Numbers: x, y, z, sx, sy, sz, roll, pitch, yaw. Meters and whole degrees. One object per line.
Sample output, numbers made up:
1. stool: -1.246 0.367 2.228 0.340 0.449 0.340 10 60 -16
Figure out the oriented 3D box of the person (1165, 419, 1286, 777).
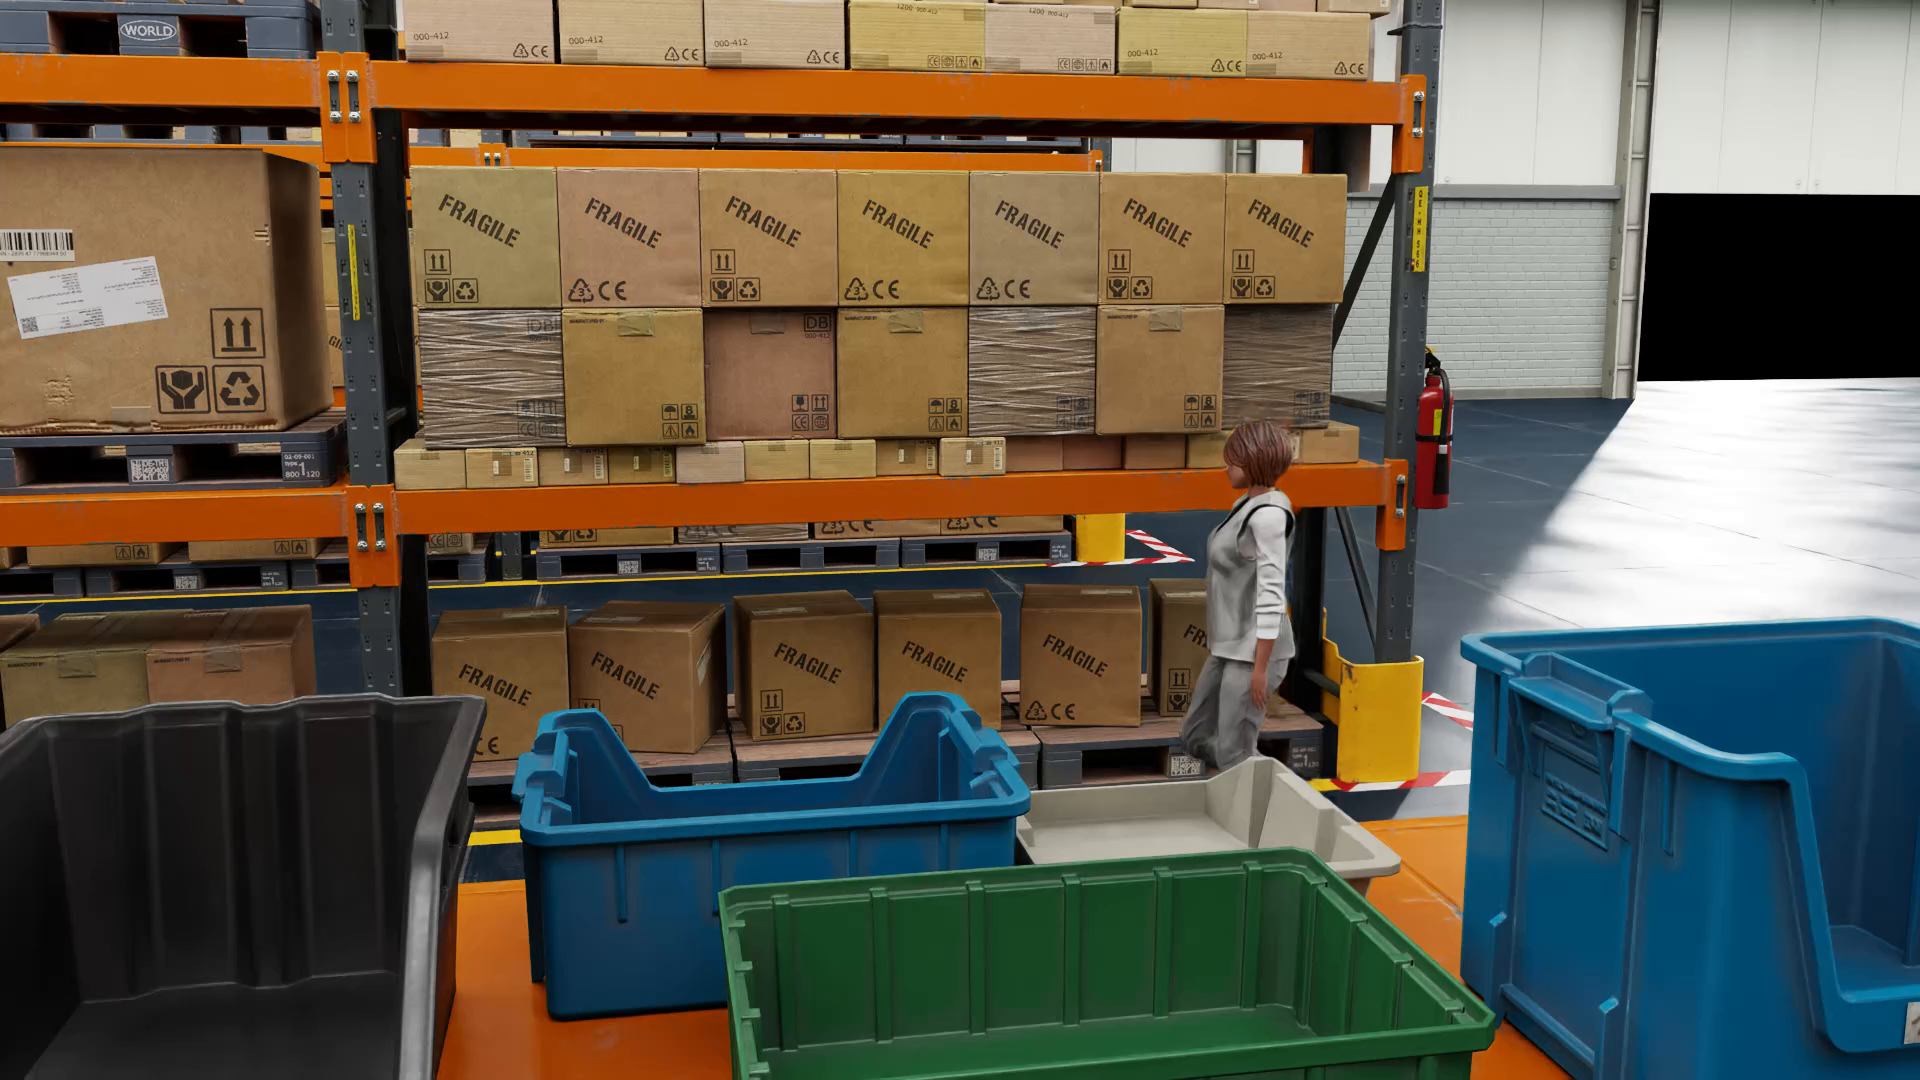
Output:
1. person: 0.936 0.395 5.546 0.457 1.587 0.441 0 10 -1
